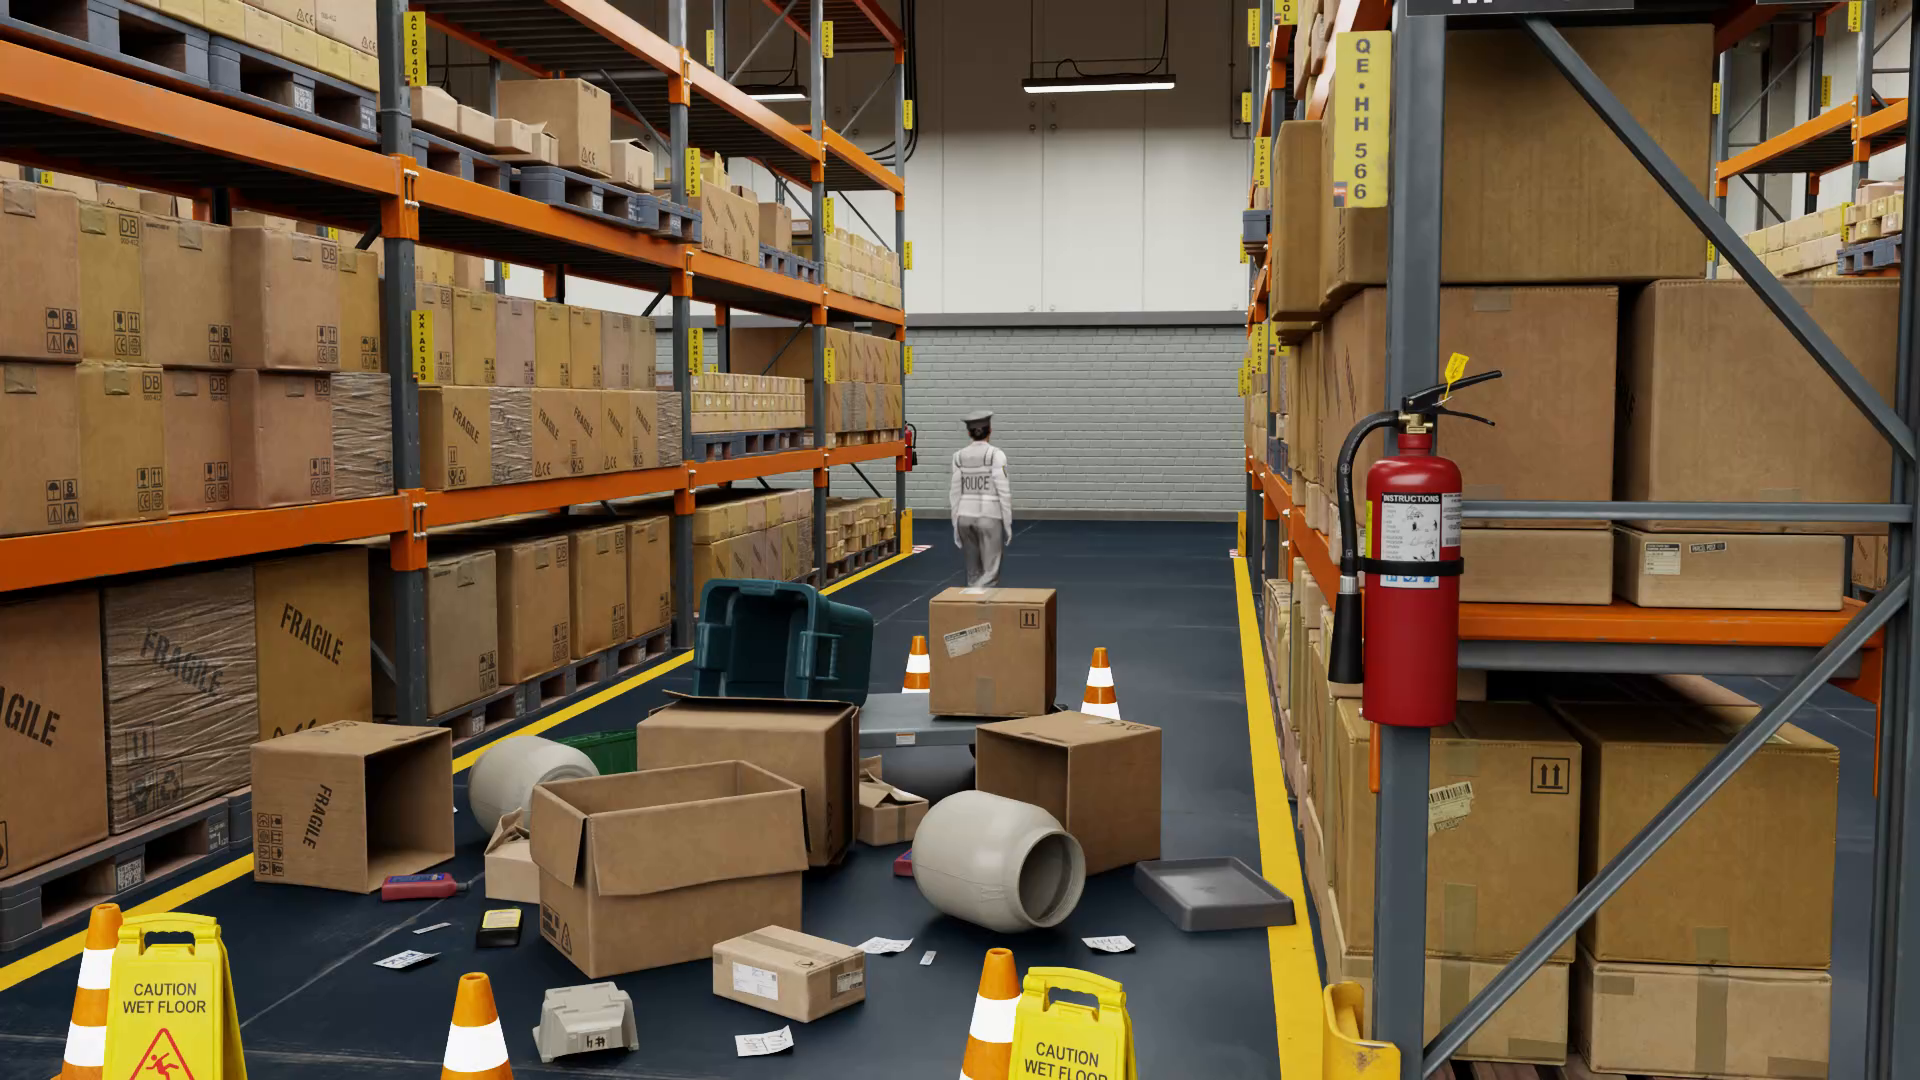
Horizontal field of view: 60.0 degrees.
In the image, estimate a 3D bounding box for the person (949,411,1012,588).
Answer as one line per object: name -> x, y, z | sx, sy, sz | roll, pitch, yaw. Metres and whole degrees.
person -> 0.117, -0.096, 11.983 | 0.501, 1.665, 0.653 | 3, 6, 36
